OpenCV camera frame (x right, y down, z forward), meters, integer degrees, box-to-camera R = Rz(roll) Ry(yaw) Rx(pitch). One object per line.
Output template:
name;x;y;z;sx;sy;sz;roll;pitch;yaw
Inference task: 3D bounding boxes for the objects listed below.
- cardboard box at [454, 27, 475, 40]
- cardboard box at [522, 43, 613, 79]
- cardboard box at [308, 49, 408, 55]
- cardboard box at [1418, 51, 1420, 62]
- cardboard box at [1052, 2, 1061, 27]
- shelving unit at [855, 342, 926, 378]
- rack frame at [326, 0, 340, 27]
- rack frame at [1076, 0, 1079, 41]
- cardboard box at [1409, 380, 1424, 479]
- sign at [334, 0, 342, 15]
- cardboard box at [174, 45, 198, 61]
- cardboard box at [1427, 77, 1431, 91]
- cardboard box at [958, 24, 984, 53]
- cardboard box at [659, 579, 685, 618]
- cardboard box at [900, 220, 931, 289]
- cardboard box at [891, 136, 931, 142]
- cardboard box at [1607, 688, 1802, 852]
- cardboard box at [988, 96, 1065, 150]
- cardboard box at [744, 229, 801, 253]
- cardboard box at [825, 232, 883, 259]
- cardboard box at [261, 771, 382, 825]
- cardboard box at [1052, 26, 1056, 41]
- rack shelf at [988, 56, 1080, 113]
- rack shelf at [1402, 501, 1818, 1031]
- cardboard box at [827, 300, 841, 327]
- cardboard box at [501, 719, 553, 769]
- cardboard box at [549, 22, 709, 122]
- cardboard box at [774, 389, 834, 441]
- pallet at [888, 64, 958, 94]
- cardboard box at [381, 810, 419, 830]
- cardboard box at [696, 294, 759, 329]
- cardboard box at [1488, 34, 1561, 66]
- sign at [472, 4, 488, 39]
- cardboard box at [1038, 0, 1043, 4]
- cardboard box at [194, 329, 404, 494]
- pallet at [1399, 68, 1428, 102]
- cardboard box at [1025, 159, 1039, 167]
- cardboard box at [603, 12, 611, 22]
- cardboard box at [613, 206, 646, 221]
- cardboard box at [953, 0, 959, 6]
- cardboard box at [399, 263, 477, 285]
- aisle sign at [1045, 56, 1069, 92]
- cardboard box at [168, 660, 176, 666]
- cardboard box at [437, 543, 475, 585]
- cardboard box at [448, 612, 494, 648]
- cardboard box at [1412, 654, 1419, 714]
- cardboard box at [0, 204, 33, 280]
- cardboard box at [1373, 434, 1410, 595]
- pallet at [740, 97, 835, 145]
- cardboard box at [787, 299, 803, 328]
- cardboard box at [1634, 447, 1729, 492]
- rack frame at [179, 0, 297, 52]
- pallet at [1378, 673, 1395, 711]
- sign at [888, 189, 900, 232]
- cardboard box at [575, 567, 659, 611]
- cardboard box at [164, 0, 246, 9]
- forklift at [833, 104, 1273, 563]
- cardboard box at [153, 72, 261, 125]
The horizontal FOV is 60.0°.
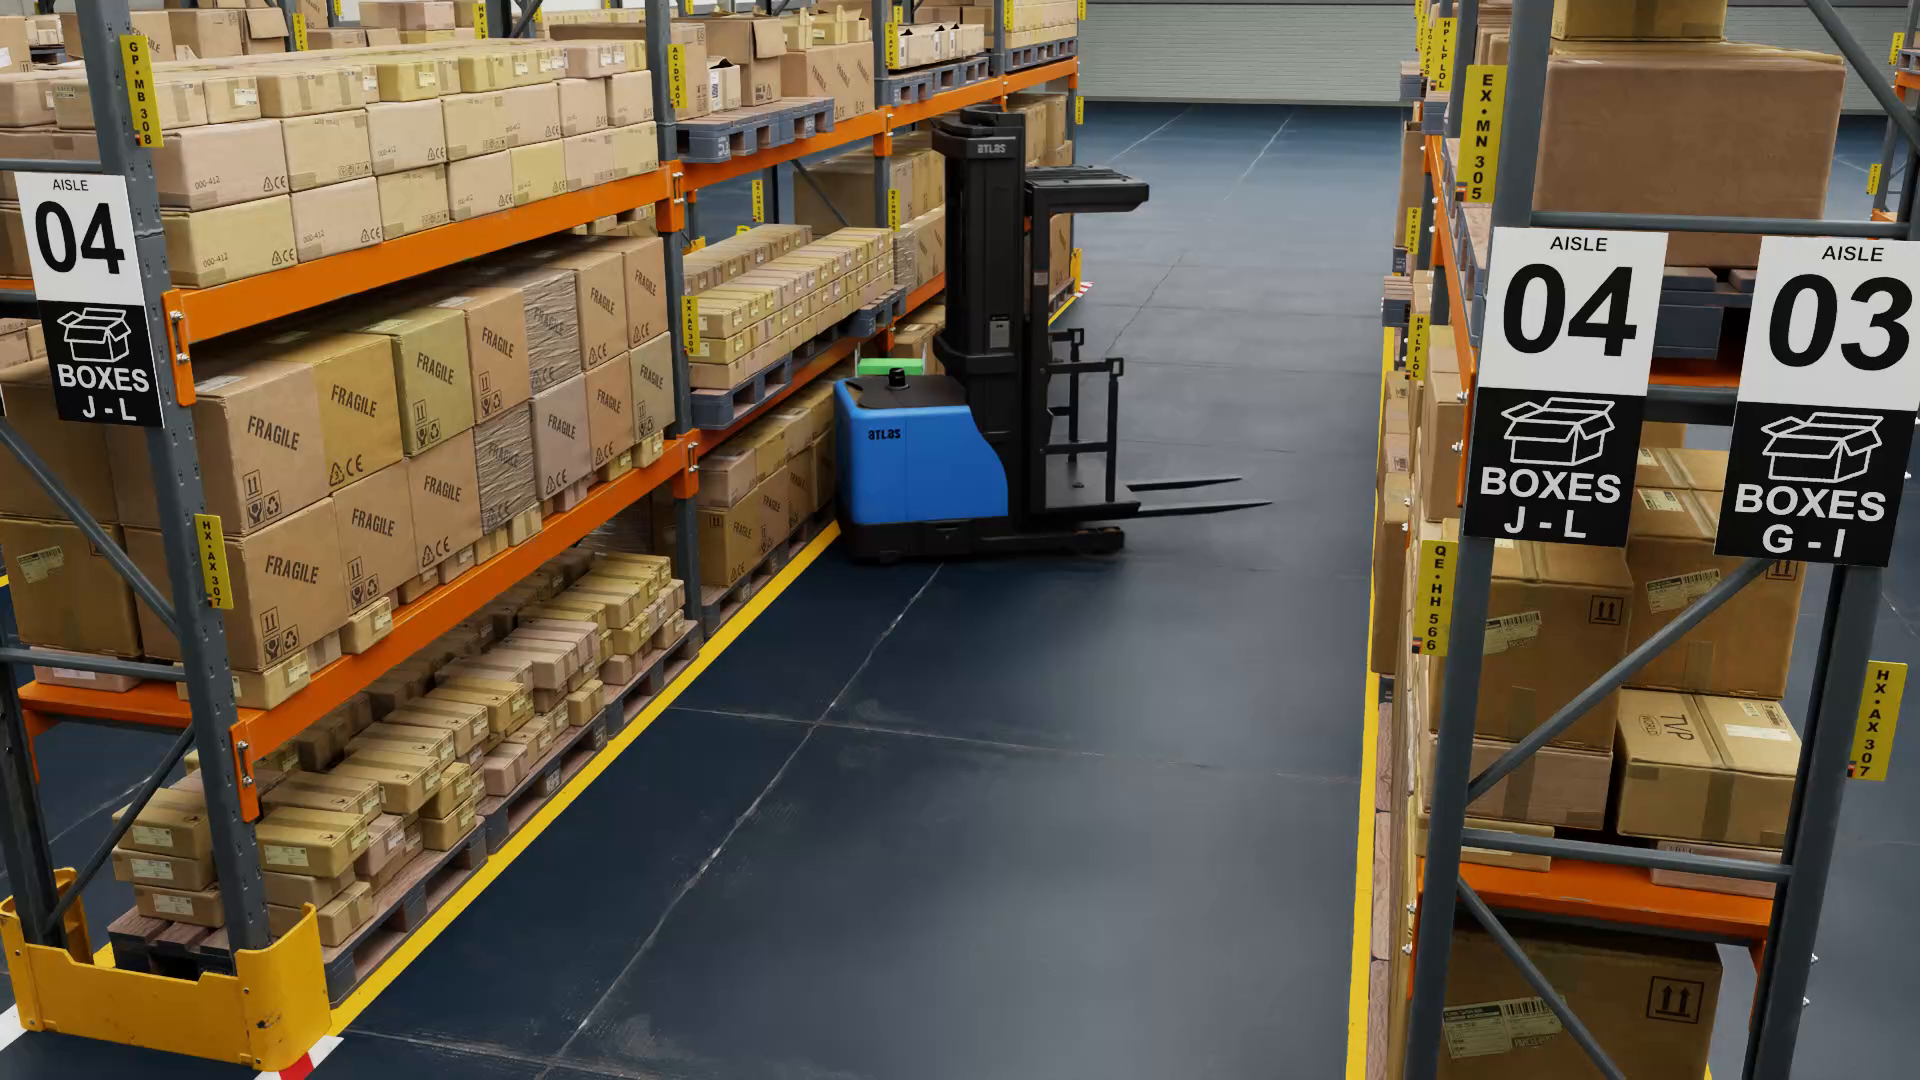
cardboard box;-5.017;-4.875;16.261;0.500;0.250;0.500;5;19;14
cardboard box;-1.901;-2.304;7.994;0.380;0.149;0.250;5;19;13
cardboard box;-2.690;-2.107;7.418;0.380;0.149;0.250;6;20;16
cardboard box;5.332;-5.370;18.359;0.500;0.250;0.500;5;20;15
cardboard box;0.821;-5.821;18.415;0.500;0.250;0.500;5;19;13
shelving unit;-0.503;-0.845;12.304;0.503;1.200;0.258;1;19;2
rack frame;-8.723;-8.164;21.667;1.000;3.000;0.127;5;19;13
rack frame;0.916;-7.414;19.471;1.000;3.000;0.127;5;19;13
cardboard box;2.618;-0.606;8.666;0.500;0.500;0.500;5;19;14
sign;-8.200;-7.079;21.884;0.100;0.325;0.005;5;19;13
cardboard box;-5.861;-3.522;12.276;0.396;0.266;0.258;4;19;12
cardboard box;3.733;-3.318;12.351;0.500;0.250;0.500;5;19;13
cardboard box;-0.079;-4.682;15.541;0.500;0.250;0.500;5;19;14
cardboard box;-1.785;0.320;9.412;0.380;0.149;0.250;5;20;14
cardboard box;-0.546;-2.394;13.901;0.500;0.500;0.500;4;19;13
cardboard box;-0.301;-3.524;15.663;0.700;0.500;0.500;4;19;12
cardboard box;2.171;0.664;4.874;0.500;0.250;0.500;4;19;12
cardboard box;0.743;-4.864;19.385;0.875;0.550;0.550;5;19;13
cardboard box;-1.403;-2.215;12.350;0.380;0.149;0.250;4;19;12
cardboard box;-0.778;-2.161;12.191;0.380;0.149;0.250;4;19;13
cardboard box;-2.585;1.075;6.739;0.380;0.149;0.250;5;19;14
cardboard box;0.852;-5.592;18.364;0.380;0.149;0.250;5;19;14
rack shelf;0.427;-5.027;18.237;1.077;0.370;4.000;5;19;13
rack shelf;2.280;0.577;6.471;1.077;0.370;4.000;5;19;13
cardboard box;-1.032;-1.555;11.338;0.380;0.149;0.250;5;20;15
cardboard box;-2.190;0.965;7.981;0.380;0.149;0.250;5;19;13
cardboard box;-1.817;-2.589;9.183;0.700;0.500;0.500;5;19;13
cardboard box;-1.204;-0.886;11.698;0.500;0.250;0.500;5;20;15
pallet;-0.663;-3.954;14.276;1.003;0.211;1.213;6;20;16
cardboard box;-2.521;1.141;7.008;0.380;0.149;0.250;5;19;14
cardboard box;-1.412;-1.350;9.818;0.380;0.149;0.250;5;20;15
cardboard box;2.235;-1.532;5.934;0.700;0.500;0.500;6;20;16
sign;-2.555;-2.707;8.922;0.100;0.325;0.005;5;19;13
cardboard box;0.667;-5.732;17.537;0.380;0.149;0.250;5;19;13
cardboard box;-2.509;-0.500;6.348;0.500;0.500;0.500;5;20;15
pallet;4.219;-3.718;13.582;1.213;0.211;1.003;5;19;13
cardboard box;0.376;-3.843;18.066;0.875;0.550;0.550;5;19;13
cardboard box;-4.193;-5.925;18.908;0.380;0.149;0.250;5;20;14
cardboard box;-4.007;-3.941;20.024;0.380;0.149;0.250;6;20;16
cardboard box;-0.219;-5.464;16.755;0.380;0.149;0.250;5;19;13
cardboard box;-2.628;-1.034;7.911;0.500;0.500;0.500;5;19;14
aisle sign;1.224;-5.804;20.017;0.394;0.787;0.004;5;19;13
cardboard box;-3.091;0.359;6.384;0.380;0.149;0.250;5;19;13
cardboard box;-2.348;0.070;7.231;0.380;0.149;0.250;4;19;12
cardboard box;-2.623;0.468;8.516;0.380;0.149;0.250;5;20;15
cardboard box;1.807;0.524;5.900;0.380;0.149;0.250;4;19;12
cardboard box;-3.139;-1.072;5.777;0.500;0.250;0.500;4;19;12
cardboard box;3.123;-0.066;9.878;1.225;0.875;0.875;4;19;11
pallet;-1.511;-2.655;10.469;1.213;0.211;1.003;5;19;13
cardboard box;-1.223;-1.450;10.571;0.380;0.149;0.250;5;20;16
cardboard box;2.414;-0.010;5.688;0.500;0.500;0.500;4;19;12
rack frame;-5.863;-5.266;13.182;1.000;3.000;0.127;5;19;13
pallet;2.884;0.681;9.366;1.003;0.211;1.213;5;19;13
sign;-0.510;-2.538;12.809;0.100;0.325;0.005;5;19;13
cardboard box;-1.875;0.270;9.096;0.380;0.149;0.250;5;19;14
cardboard box;-9.122;-6.388;20.144;0.797;0.503;0.637;5;20;15
forklift;0.667;-1.450;11.399;3.031;2.935;1.130;-4;19;-11
cardboard box;-2.614;-1.496;5.627;0.380;0.149;0.250;5;20;16
